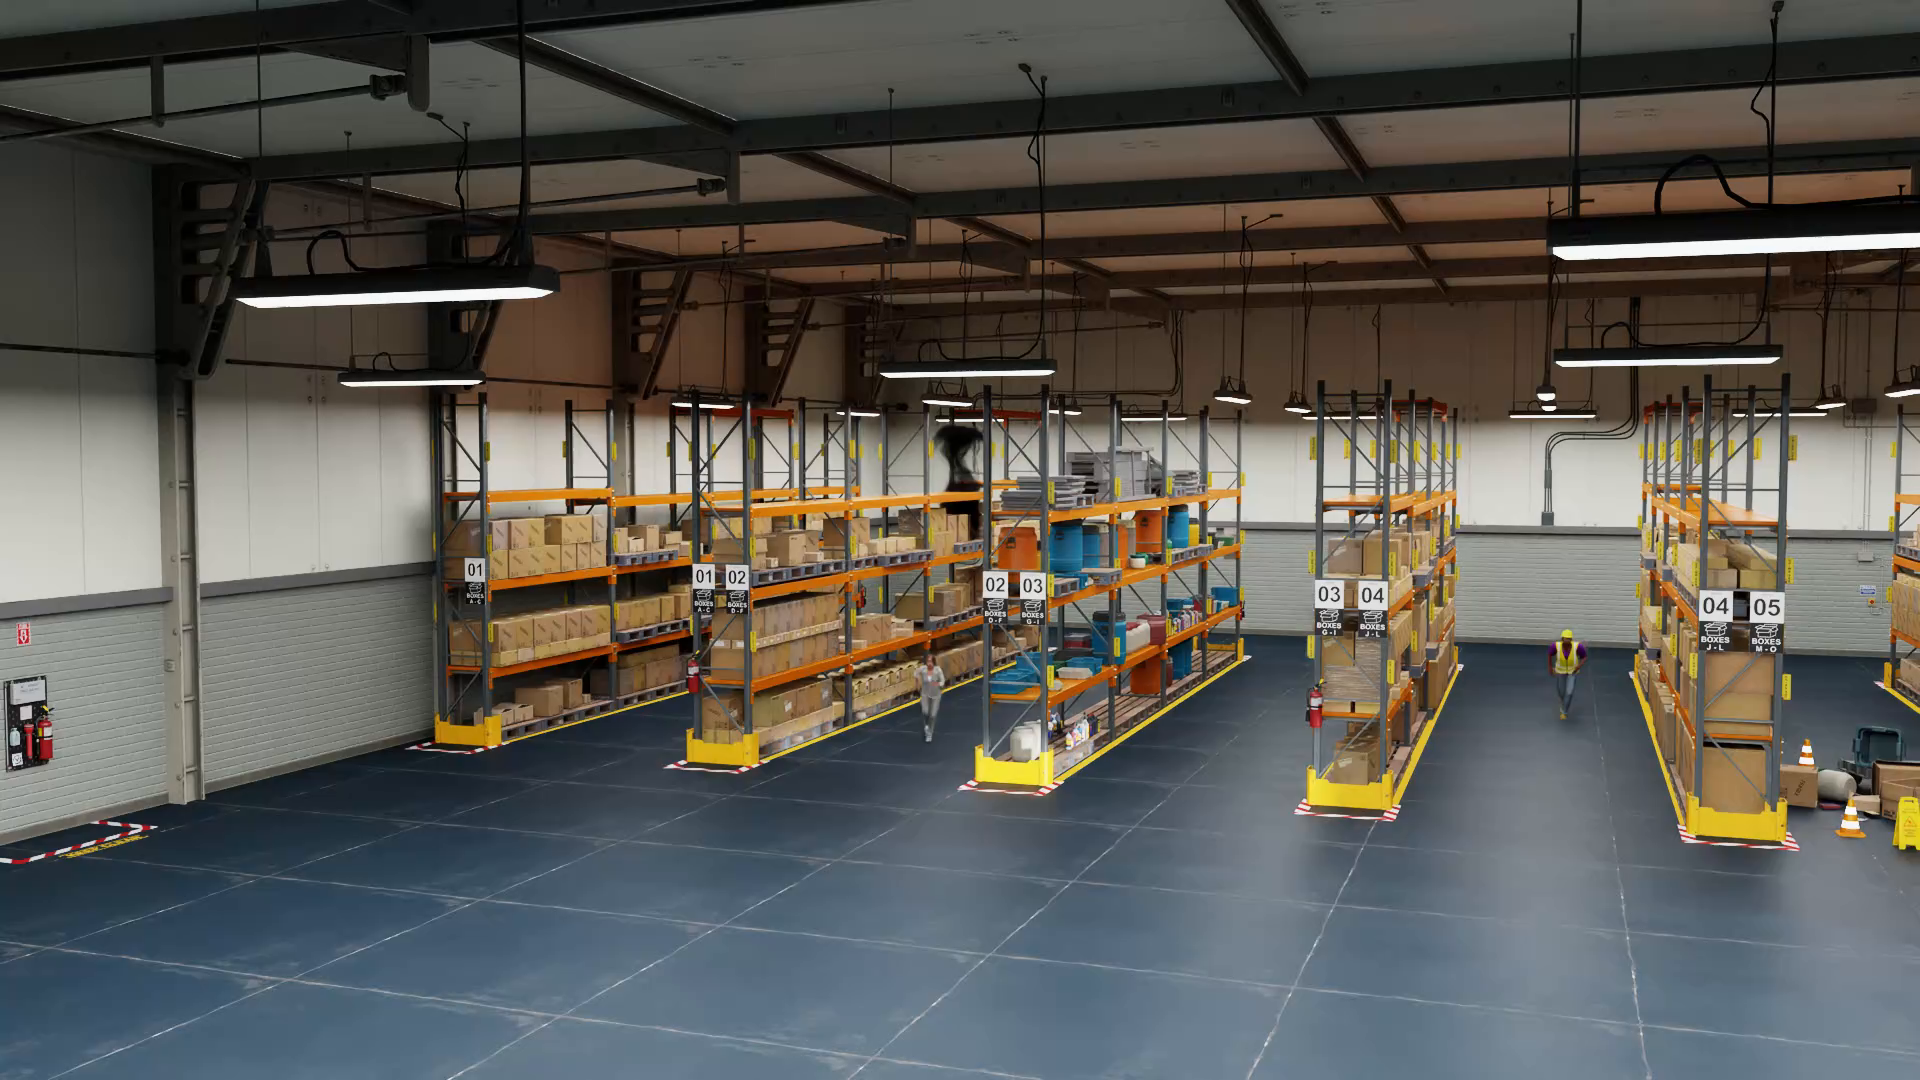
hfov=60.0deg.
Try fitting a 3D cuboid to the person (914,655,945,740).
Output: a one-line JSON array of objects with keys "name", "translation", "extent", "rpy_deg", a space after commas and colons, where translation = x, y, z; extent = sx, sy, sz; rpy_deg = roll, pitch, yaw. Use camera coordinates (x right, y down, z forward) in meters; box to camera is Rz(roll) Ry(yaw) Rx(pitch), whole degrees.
[{"name": "person", "translation": [-0.525, 2.715, 28.567], "extent": [0.524, 1.524, 0.743], "rpy_deg": [0, 3, -2]}]

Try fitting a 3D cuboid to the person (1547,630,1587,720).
[{"name": "person", "translation": [11.400, 2.516, 31.232], "extent": [0.698, 1.694, 0.851], "rpy_deg": [1, 3, 18]}]
